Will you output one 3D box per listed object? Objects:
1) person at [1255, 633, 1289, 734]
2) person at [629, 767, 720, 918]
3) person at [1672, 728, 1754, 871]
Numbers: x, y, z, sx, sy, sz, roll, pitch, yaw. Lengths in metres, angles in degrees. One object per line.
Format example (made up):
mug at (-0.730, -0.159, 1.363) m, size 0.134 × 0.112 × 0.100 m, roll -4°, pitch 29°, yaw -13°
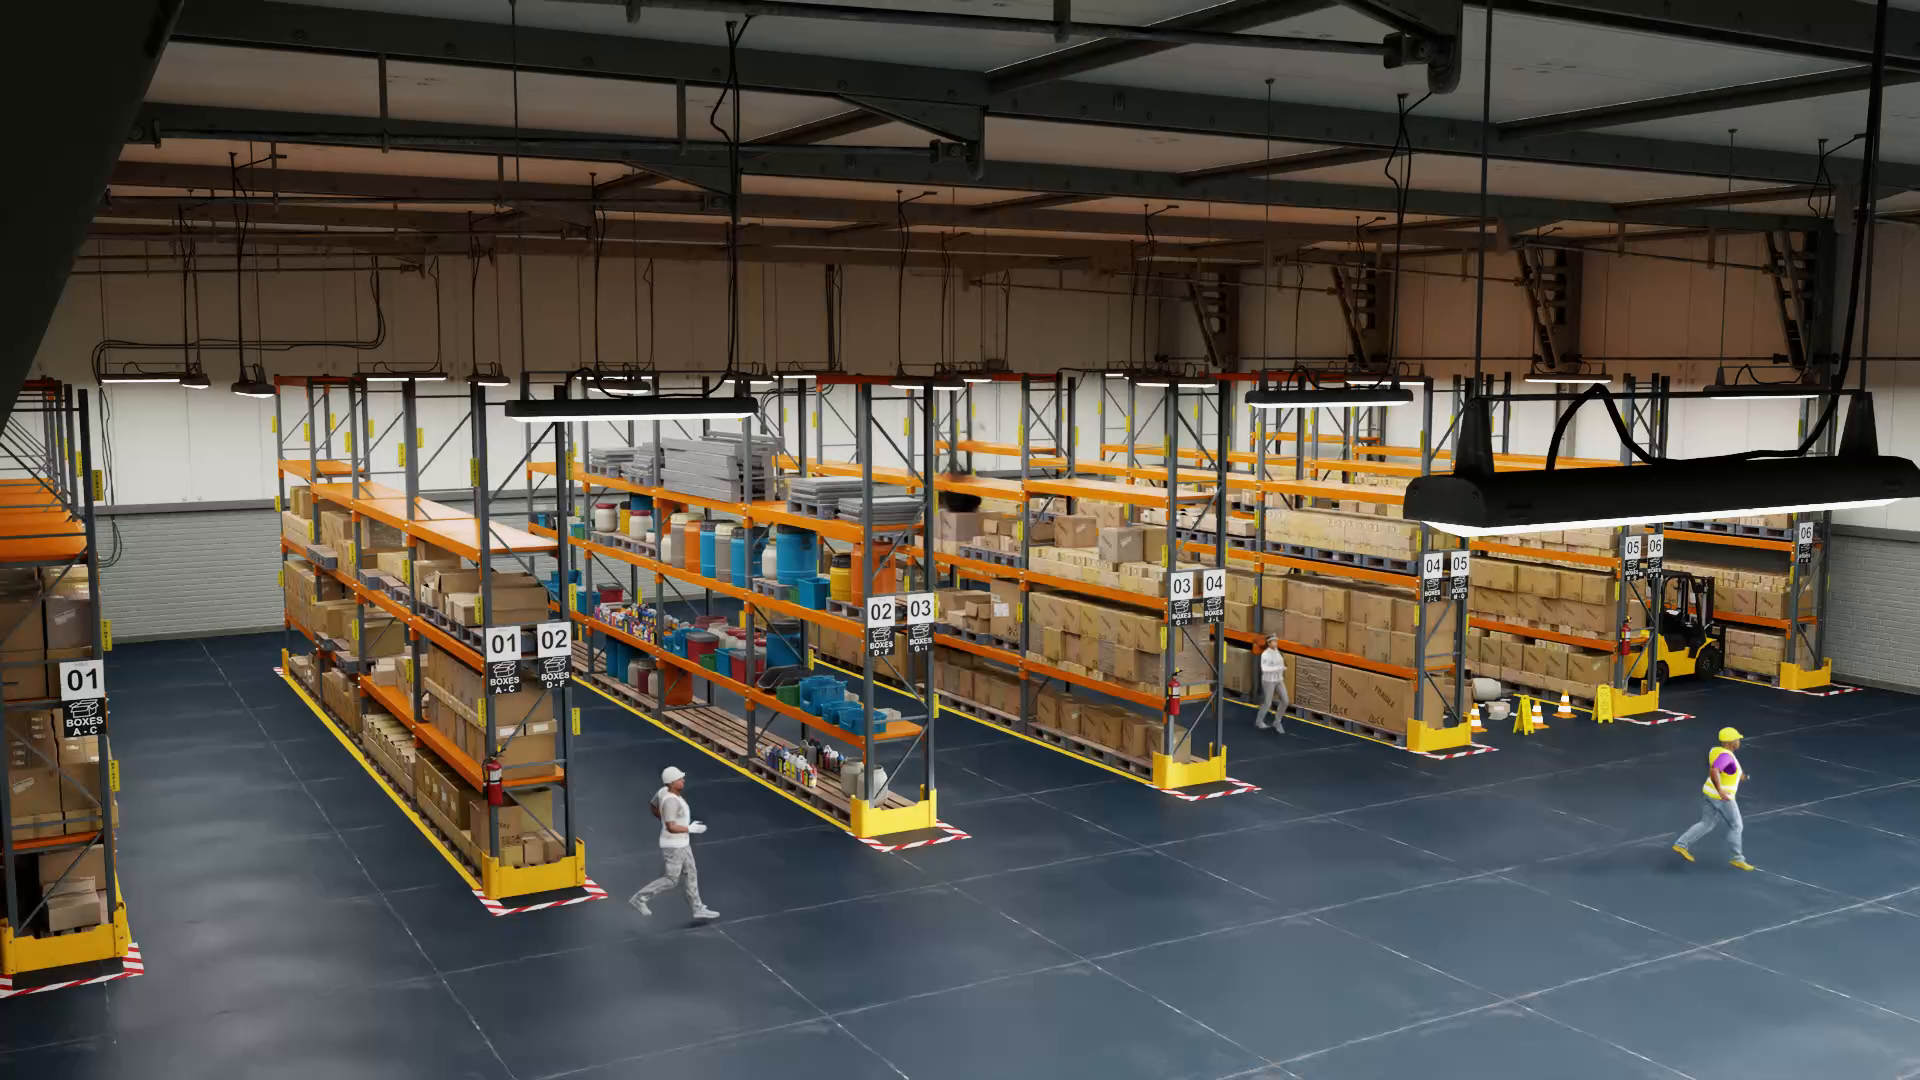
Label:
person at (5.299, 2.419, 28.095) m, size 0.592 × 1.734 × 0.683 m, roll -5°, pitch 8°, yaw -37°
person at (-3.200, 3.400, 18.570) m, size 1.004 × 1.770 × 0.695 m, roll -1°, pitch 6°, yaw -8°
person at (9.379, 3.204, 20.617) m, size 0.972 × 1.778 × 0.643 m, roll 0°, pitch 6°, yaw 0°
